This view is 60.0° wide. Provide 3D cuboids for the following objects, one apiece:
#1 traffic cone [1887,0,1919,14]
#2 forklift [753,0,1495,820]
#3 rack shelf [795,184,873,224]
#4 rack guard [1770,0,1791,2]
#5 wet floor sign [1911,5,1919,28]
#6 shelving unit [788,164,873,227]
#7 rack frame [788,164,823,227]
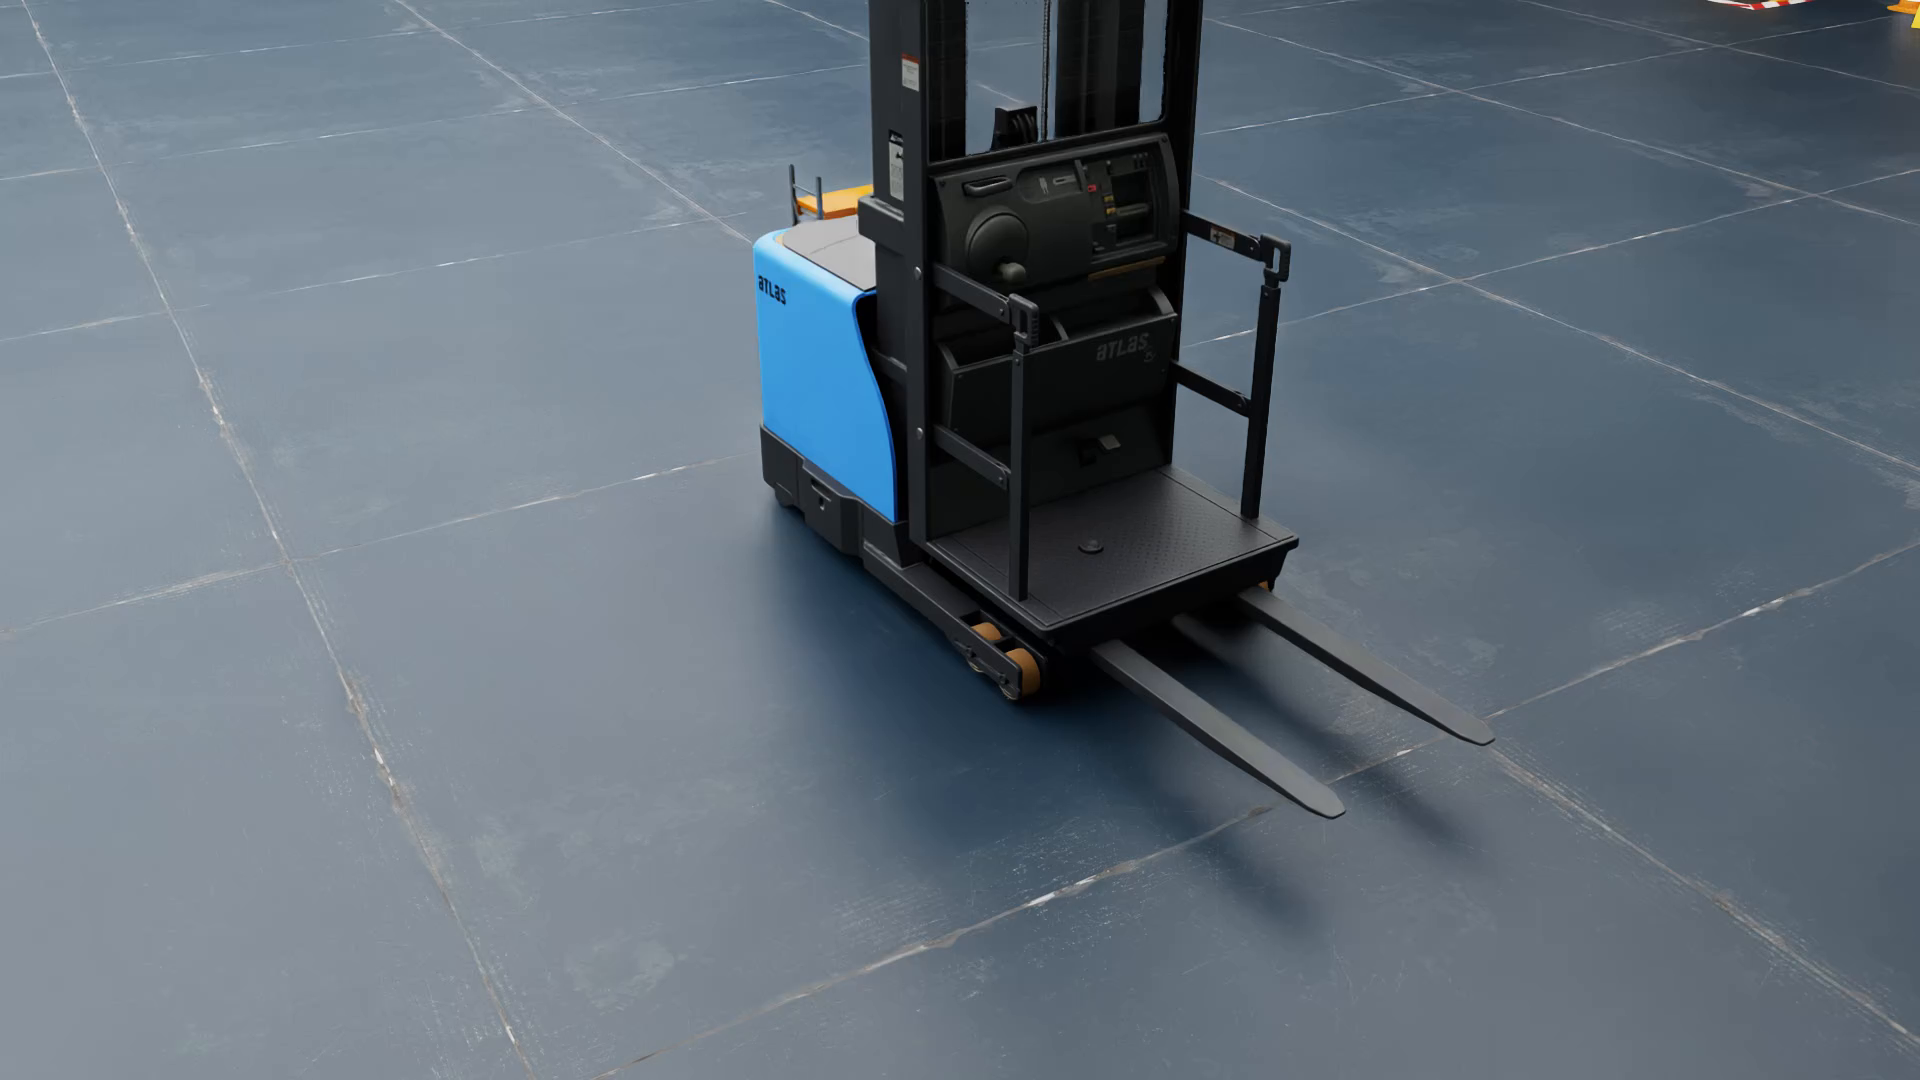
[{"bbox_3d":[8.628,-5.008,14.965,0.334,0.463,0.336,-16,33,-26],"label":"traffic cone"},{"bbox_3d":[0.446,-1.025,5.195,1.130,2.935,3.031,-18,34,-29],"label":"forklift"},{"bbox_3d":[-0.400,-1.324,6.707,0.480,0.148,0.258,-18,32,-29],"label":"rack shelf"},{"bbox_3d":[7.430,-5.480,15.782,0.348,0.500,1.175,-16,33,-26],"label":"rack guard"},{"bbox_3d":[8.429,-4.717,14.250,0.232,0.644,0.267,-22,36,-35],"label":"wet floor sign"},{"bbox_3d":[-0.394,-0.976,6.888,0.503,1.200,0.258,-18,32,-29],"label":"shelving unit"},{"bbox_3d":[-0.597,-0.911,6.770,0.015,1.200,0.240,-18,32,-29],"label":"rack frame"}]
